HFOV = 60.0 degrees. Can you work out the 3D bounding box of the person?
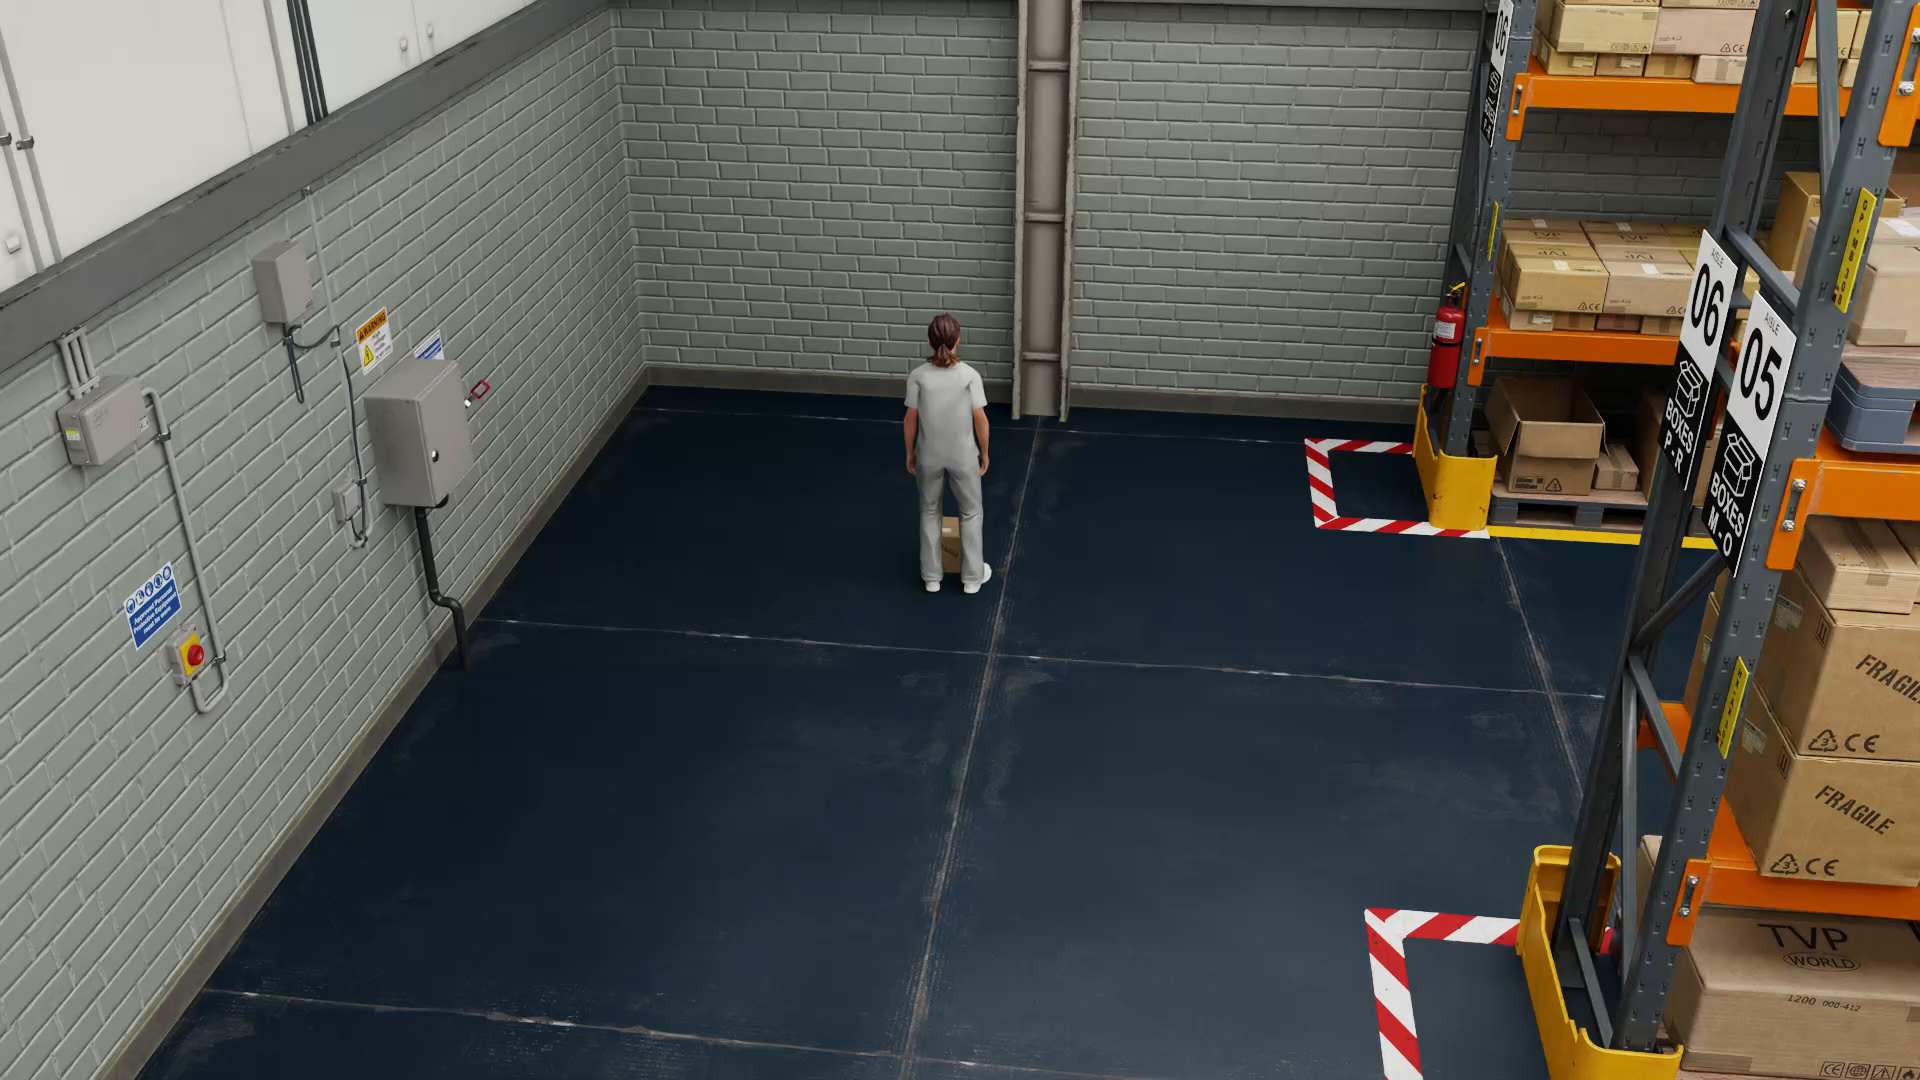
[{"bbox_3d":[-0.069,-0.467,9.509,0.498,1.650,0.363,2,29,4],"label":"person"}]
